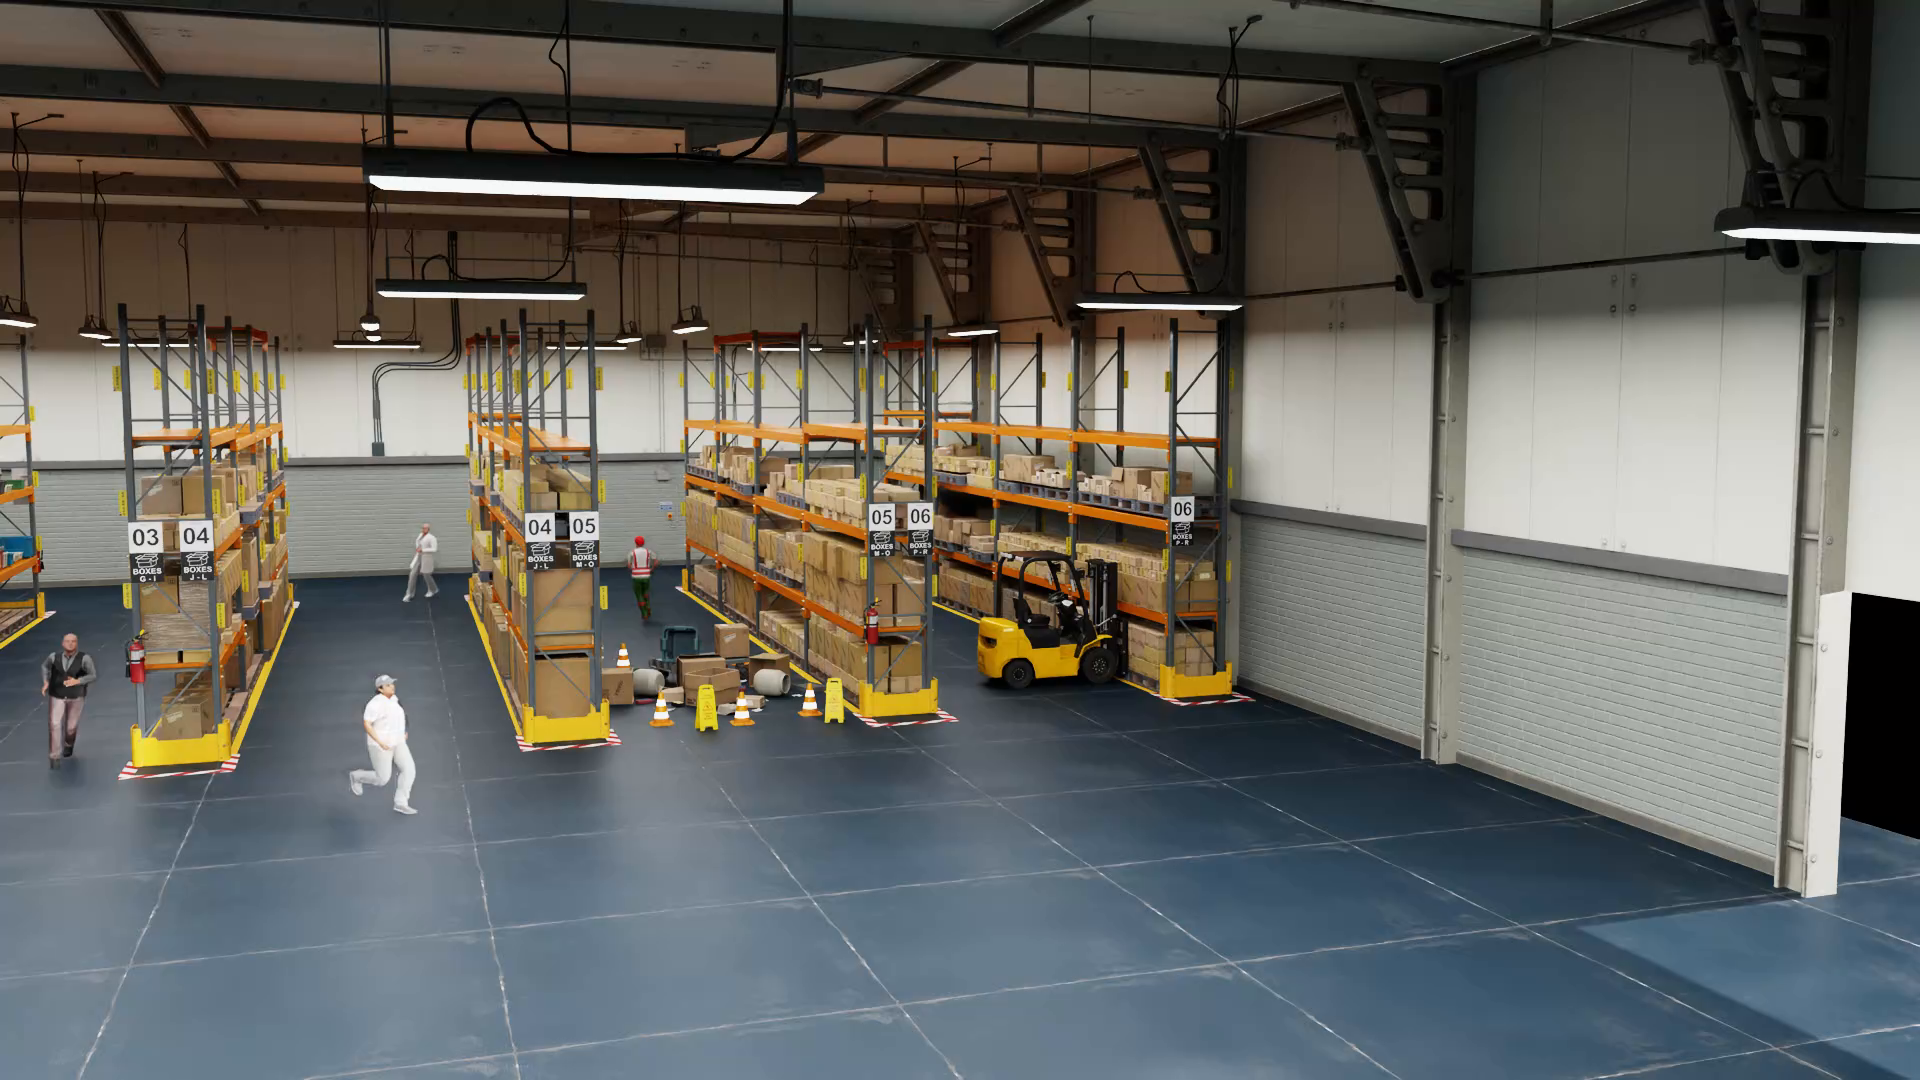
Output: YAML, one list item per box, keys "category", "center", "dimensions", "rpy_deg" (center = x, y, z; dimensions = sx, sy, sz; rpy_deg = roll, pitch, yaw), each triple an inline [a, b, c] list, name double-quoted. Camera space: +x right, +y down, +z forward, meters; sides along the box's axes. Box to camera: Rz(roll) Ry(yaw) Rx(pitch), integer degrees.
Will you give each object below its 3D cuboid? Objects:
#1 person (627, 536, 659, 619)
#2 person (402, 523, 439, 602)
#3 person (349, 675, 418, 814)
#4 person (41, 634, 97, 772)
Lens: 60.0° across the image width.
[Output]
- category: "person"
  center: [-6.746, 0.782, 35.153]
  dimensions: [0.632, 1.763, 0.672]
  rpy_deg: [-3, 6, -29]
- category: "person"
  center: [-12.239, 0.494, 38.084]
  dimensions: [0.707, 1.761, 1.037]
  rpy_deg: [2, 6, 22]
- category: "person"
  center: [-6.718, 2.380, 19.389]
  dimensions: [0.802, 1.634, 0.587]
  rpy_deg: [2, 6, 21]
- category: "person"
  center: [-11.678, 2.100, 21.816]
  dimensions: [0.664, 1.763, 0.868]
  rpy_deg: [-2, 6, -24]
